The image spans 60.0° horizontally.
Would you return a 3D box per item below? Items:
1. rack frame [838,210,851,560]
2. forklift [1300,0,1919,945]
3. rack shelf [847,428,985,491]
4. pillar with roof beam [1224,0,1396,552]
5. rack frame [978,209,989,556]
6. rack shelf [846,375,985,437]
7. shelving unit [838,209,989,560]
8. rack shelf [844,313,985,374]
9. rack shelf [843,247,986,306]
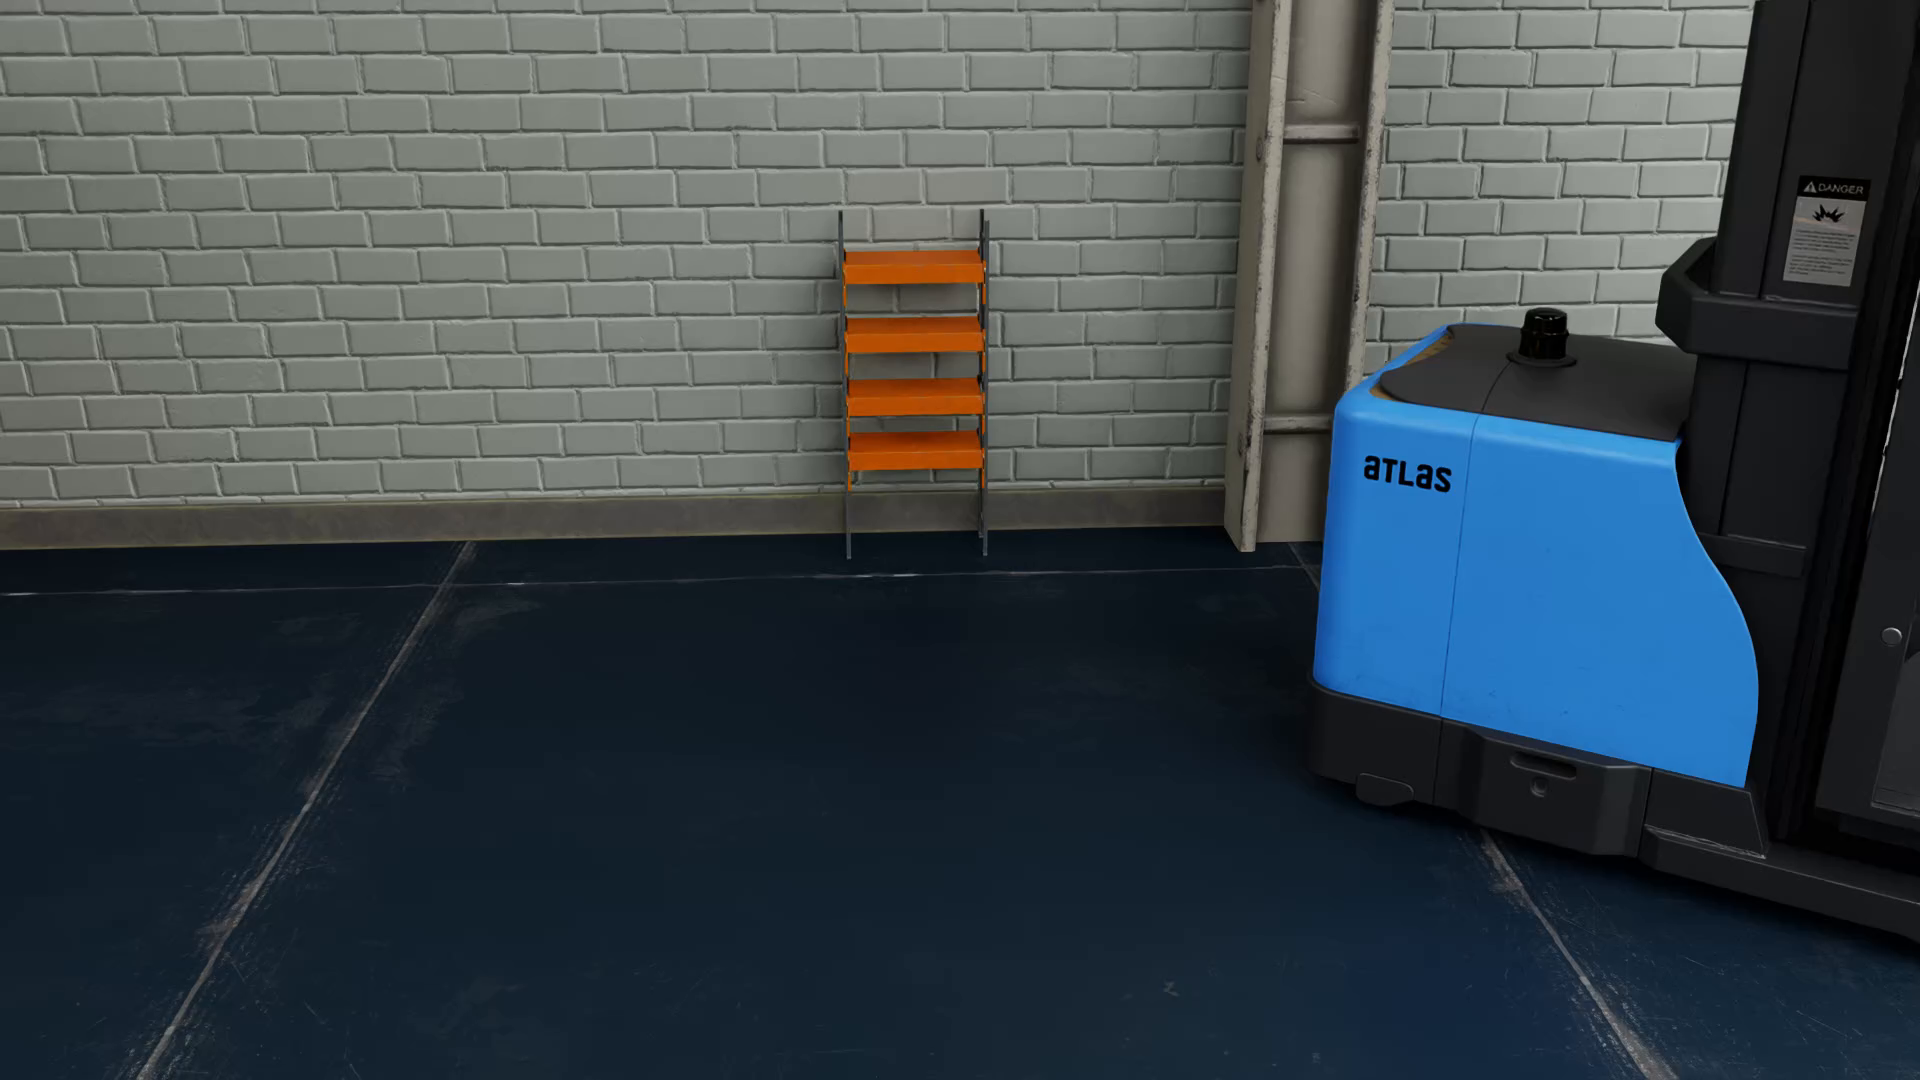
[{"bbox_3d":[-0.404,-0.533,5.835,0.015,1.200,0.240,-1,21,-4],"label":"rack frame"},{"bbox_3d":[2.427,-0.587,3.545,3.031,2.935,1.130,12,24,29],"label":"forklift"},{"bbox_3d":[-0.161,-0.291,5.945,0.480,0.148,0.258,-1,21,-4],"label":"rack shelf"},{"bbox_3d":[1.445,-2.693,0.548,0.400,9.000,9.100,-1,21,-3],"label":"pillar with roof beam"},{"bbox_3d":[0.083,-0.545,5.865,0.015,1.200,0.240,-1,21,-4],"label":"rack frame"},{"bbox_3d":[-0.161,-0.476,5.874,0.480,0.148,0.258,-1,21,-4],"label":"rack shelf"},{"bbox_3d":[-0.161,-0.539,5.850,0.503,1.200,0.258,-1,21,-4],"label":"shelving unit"},{"bbox_3d":[-0.161,-0.685,5.794,0.480,0.148,0.258,-1,21,-4],"label":"rack shelf"},{"bbox_3d":[-0.161,-0.906,5.710,0.480,0.148,0.258,-1,21,-4],"label":"rack shelf"}]
